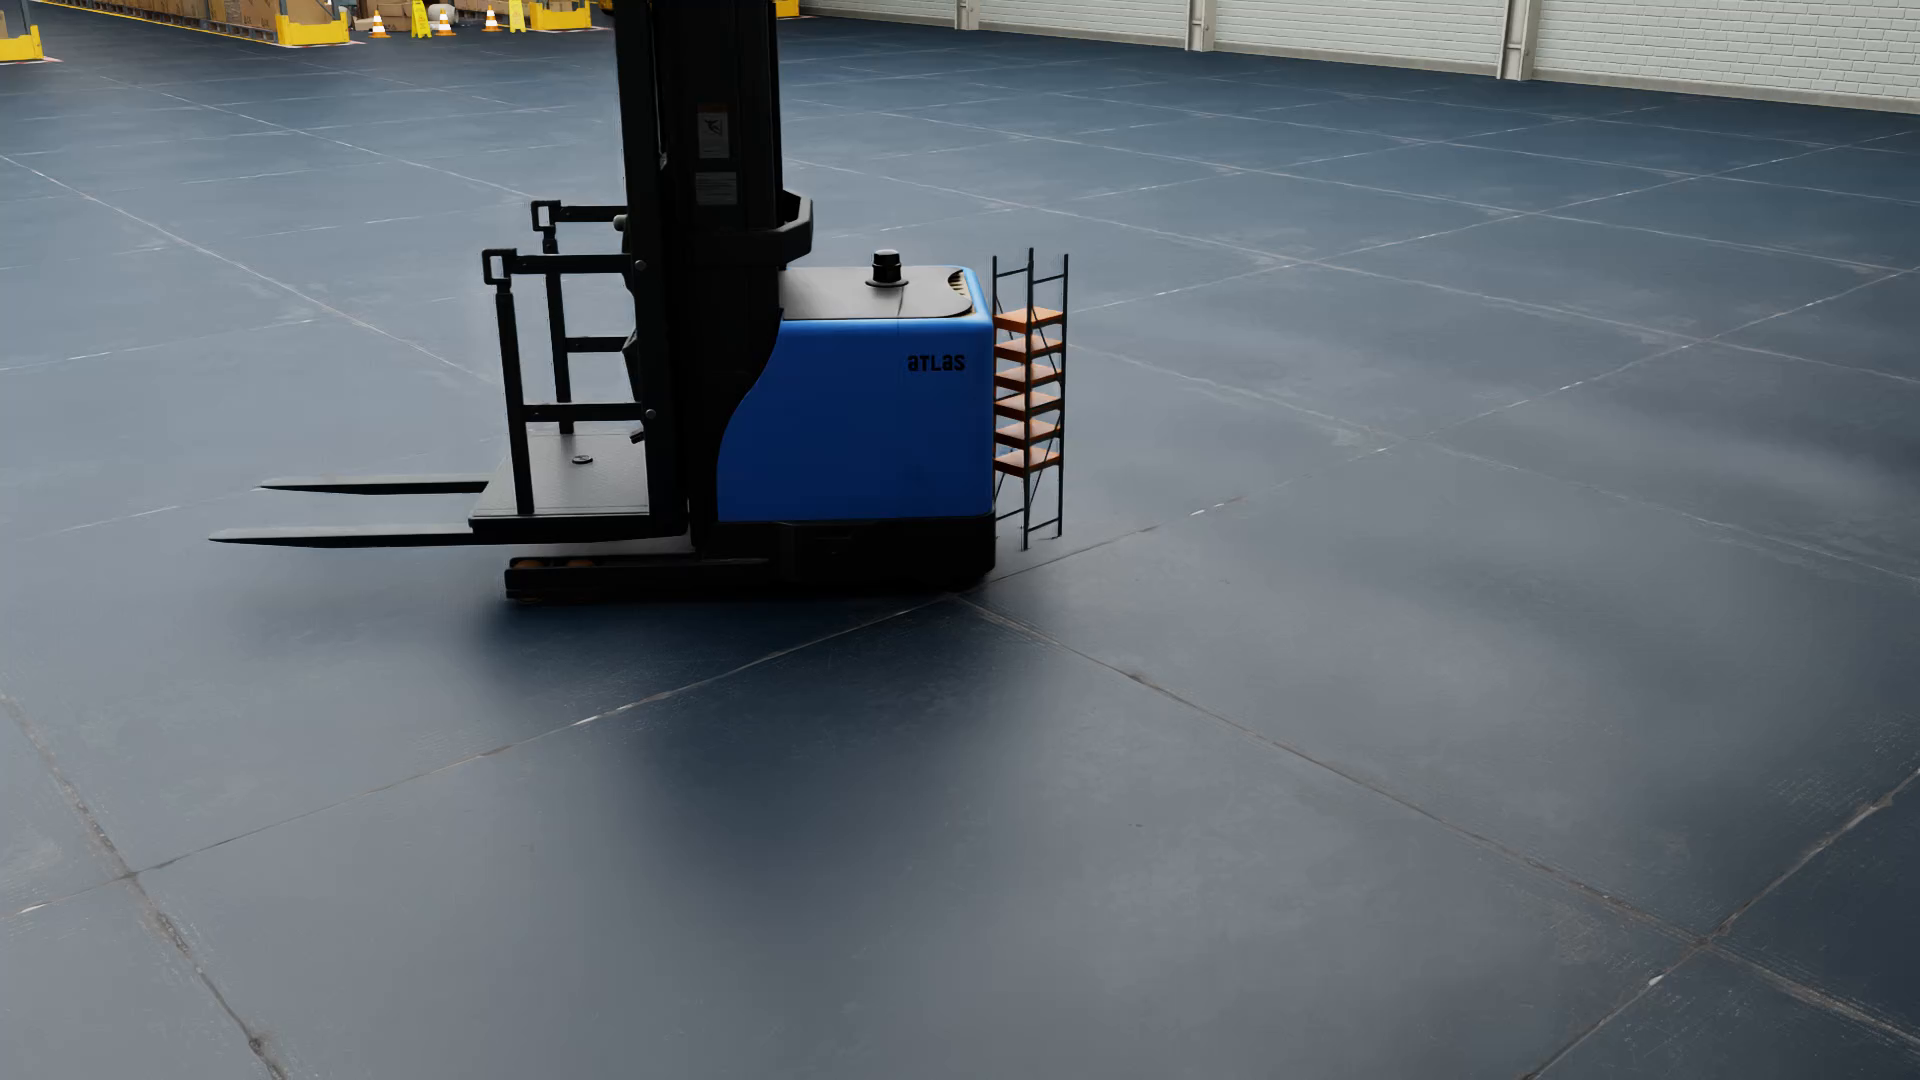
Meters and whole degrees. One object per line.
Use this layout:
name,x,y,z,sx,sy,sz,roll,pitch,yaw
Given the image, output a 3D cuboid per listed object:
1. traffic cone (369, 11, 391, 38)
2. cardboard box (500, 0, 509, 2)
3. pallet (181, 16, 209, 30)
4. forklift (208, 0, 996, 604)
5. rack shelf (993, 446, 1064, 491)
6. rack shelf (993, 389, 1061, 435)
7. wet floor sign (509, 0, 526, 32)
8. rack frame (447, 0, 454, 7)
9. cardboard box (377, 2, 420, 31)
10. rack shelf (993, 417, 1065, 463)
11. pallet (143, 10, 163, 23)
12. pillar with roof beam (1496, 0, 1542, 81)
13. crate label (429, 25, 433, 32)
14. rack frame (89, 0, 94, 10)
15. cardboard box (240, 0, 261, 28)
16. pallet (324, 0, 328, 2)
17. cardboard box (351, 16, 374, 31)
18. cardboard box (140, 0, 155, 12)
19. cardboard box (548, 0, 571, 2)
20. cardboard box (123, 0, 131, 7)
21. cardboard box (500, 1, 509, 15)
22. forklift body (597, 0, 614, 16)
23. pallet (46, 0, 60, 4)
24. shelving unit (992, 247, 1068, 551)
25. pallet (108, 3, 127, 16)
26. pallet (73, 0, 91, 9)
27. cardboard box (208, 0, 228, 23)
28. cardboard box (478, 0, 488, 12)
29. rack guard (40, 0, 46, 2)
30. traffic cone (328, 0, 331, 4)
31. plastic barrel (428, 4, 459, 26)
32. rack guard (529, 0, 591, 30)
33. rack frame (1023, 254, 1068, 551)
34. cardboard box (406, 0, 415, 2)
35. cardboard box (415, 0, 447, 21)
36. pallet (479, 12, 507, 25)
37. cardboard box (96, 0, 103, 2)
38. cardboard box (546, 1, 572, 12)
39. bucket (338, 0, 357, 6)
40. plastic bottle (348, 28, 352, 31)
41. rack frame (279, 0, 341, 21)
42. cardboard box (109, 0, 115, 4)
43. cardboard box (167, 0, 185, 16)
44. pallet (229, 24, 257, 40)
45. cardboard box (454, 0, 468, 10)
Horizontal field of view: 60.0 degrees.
traffic cone,-10.717,-9.510,30.629,0.336,0.463,0.334,-17,27,-37
cardboard box,-8.826,-10.980,33.070,0.500,0.500,0.500,-16,27,-36
pallet,-14.618,-10.208,32.758,1.003,0.211,1.213,-17,27,-37
forklift,-1.400,-1.318,6.330,3.031,2.935,1.130,-1,21,-3
rack shelf,0.279,-0.302,6.891,0.180,0.103,0.258,19,28,40
rack shelf,0.279,-0.526,6.803,0.180,0.103,0.258,19,28,40
wet floor sign,-8.449,-10.009,31.654,0.267,0.644,0.232,-8,23,-19
rack frame,-10.373,-12.518,34.831,1.000,3.000,0.127,-17,27,-37
cardboard box,-10.827,-10.133,32.164,0.637,0.503,0.797,3,22,9
rack shelf,0.279,-0.414,6.847,0.180,0.103,0.258,19,28,40
pallet,-16.211,-10.882,34.479,1.003,0.211,1.213,-17,27,-37
pillar with roof beam,4.712,-9.798,19.660,9.100,9.000,0.400,-17,27,-37
crate label,-10.199,-9.736,31.653,0.298,0.136,0.250,7,23,18
rack frame,-19.279,-13.522,37.394,1.000,3.000,0.127,-17,27,-37
cardboard box,-12.515,-9.827,30.298,0.875,0.875,0.875,-18,28,-38
pallet,-15.035,-13.234,40.484,1.003,0.211,1.213,-17,27,-37
cardboard box,-11.540,-10.002,32.156,0.396,0.266,0.258,-12,25,-28
cardboard box,-16.339,-11.375,34.422,1.050,0.750,0.750,-18,28,-38
cardboard box,-8.095,-10.972,33.051,0.500,0.500,0.500,-19,28,-39
cardboard box,-17.632,-11.712,35.625,0.500,0.500,0.500,-16,27,-35
cardboard box,-8.826,-10.632,33.211,0.500,0.250,0.500,-17,27,-37
forklift body,-6.624,-12.290,35.412,2.313,2.155,1.214,-17,27,-37
pallet,-21.337,-13.074,40.076,1.003,0.211,1.213,-17,27,-37
shelving unit,0.279,-0.567,6.787,0.189,1.200,0.258,19,28,40
pallet,-17.970,-11.671,36.493,1.003,0.211,1.213,-17,27,-37
pallet,-19.745,-12.400,38.355,1.003,0.211,1.213,-17,27,-37
cardboard box,-13.700,-10.327,31.575,0.875,0.875,0.875,-17,27,-37
cardboard box,-9.488,-10.915,33.933,0.500,0.250,0.500,-18,28,-38
rack guard,-21.841,-13.442,40.618,1.175,0.500,0.348,-17,27,-37
traffic cone,-13.190,-11.188,34.914,0.336,0.463,0.334,-17,27,-37
plastic barrel,-10.258,-10.423,33.016,0.512,0.421,0.421,0,21,-1
rack guard,-7.812,-10.270,32.518,1.175,0.500,0.348,-17,27,-37
rack frame,0.346,-0.545,6.729,0.006,1.200,0.240,19,28,40
cardboard box,-11.645,-12.023,36.596,0.950,0.372,0.625,-16,27,-36
cardboard box,-10.705,-10.735,33.703,0.500,0.500,0.500,0,21,-1
pallet,-9.108,-10.705,34.026,1.003,0.211,1.213,-17,27,-37
cardboard box,-18.998,-12.286,37.091,0.500,0.500,0.500,-16,27,-35
cardboard box,-8.079,-10.616,33.171,0.500,0.250,0.500,-18,28,-38
bucket,-12.222,-11.006,33.376,0.726,0.611,0.620,-8,13,-19
plastic bottle,-11.804,-9.784,31.881,0.133,0.061,0.283,12,24,27
rack frame,-11.446,-10.206,28.929,1.000,3.000,0.127,-17,27,-37
cardboard box,-18.299,-11.999,36.357,0.500,0.500,0.500,-17,27,-37
cardboard box,-15.158,-10.877,33.150,1.050,0.750,0.750,-17,27,-37
pallet,-12.820,-9.447,30.814,1.003,0.211,1.213,-17,27,-37
cardboard box,-10.193,-11.206,34.675,0.500,0.250,0.500,-19,28,-40
